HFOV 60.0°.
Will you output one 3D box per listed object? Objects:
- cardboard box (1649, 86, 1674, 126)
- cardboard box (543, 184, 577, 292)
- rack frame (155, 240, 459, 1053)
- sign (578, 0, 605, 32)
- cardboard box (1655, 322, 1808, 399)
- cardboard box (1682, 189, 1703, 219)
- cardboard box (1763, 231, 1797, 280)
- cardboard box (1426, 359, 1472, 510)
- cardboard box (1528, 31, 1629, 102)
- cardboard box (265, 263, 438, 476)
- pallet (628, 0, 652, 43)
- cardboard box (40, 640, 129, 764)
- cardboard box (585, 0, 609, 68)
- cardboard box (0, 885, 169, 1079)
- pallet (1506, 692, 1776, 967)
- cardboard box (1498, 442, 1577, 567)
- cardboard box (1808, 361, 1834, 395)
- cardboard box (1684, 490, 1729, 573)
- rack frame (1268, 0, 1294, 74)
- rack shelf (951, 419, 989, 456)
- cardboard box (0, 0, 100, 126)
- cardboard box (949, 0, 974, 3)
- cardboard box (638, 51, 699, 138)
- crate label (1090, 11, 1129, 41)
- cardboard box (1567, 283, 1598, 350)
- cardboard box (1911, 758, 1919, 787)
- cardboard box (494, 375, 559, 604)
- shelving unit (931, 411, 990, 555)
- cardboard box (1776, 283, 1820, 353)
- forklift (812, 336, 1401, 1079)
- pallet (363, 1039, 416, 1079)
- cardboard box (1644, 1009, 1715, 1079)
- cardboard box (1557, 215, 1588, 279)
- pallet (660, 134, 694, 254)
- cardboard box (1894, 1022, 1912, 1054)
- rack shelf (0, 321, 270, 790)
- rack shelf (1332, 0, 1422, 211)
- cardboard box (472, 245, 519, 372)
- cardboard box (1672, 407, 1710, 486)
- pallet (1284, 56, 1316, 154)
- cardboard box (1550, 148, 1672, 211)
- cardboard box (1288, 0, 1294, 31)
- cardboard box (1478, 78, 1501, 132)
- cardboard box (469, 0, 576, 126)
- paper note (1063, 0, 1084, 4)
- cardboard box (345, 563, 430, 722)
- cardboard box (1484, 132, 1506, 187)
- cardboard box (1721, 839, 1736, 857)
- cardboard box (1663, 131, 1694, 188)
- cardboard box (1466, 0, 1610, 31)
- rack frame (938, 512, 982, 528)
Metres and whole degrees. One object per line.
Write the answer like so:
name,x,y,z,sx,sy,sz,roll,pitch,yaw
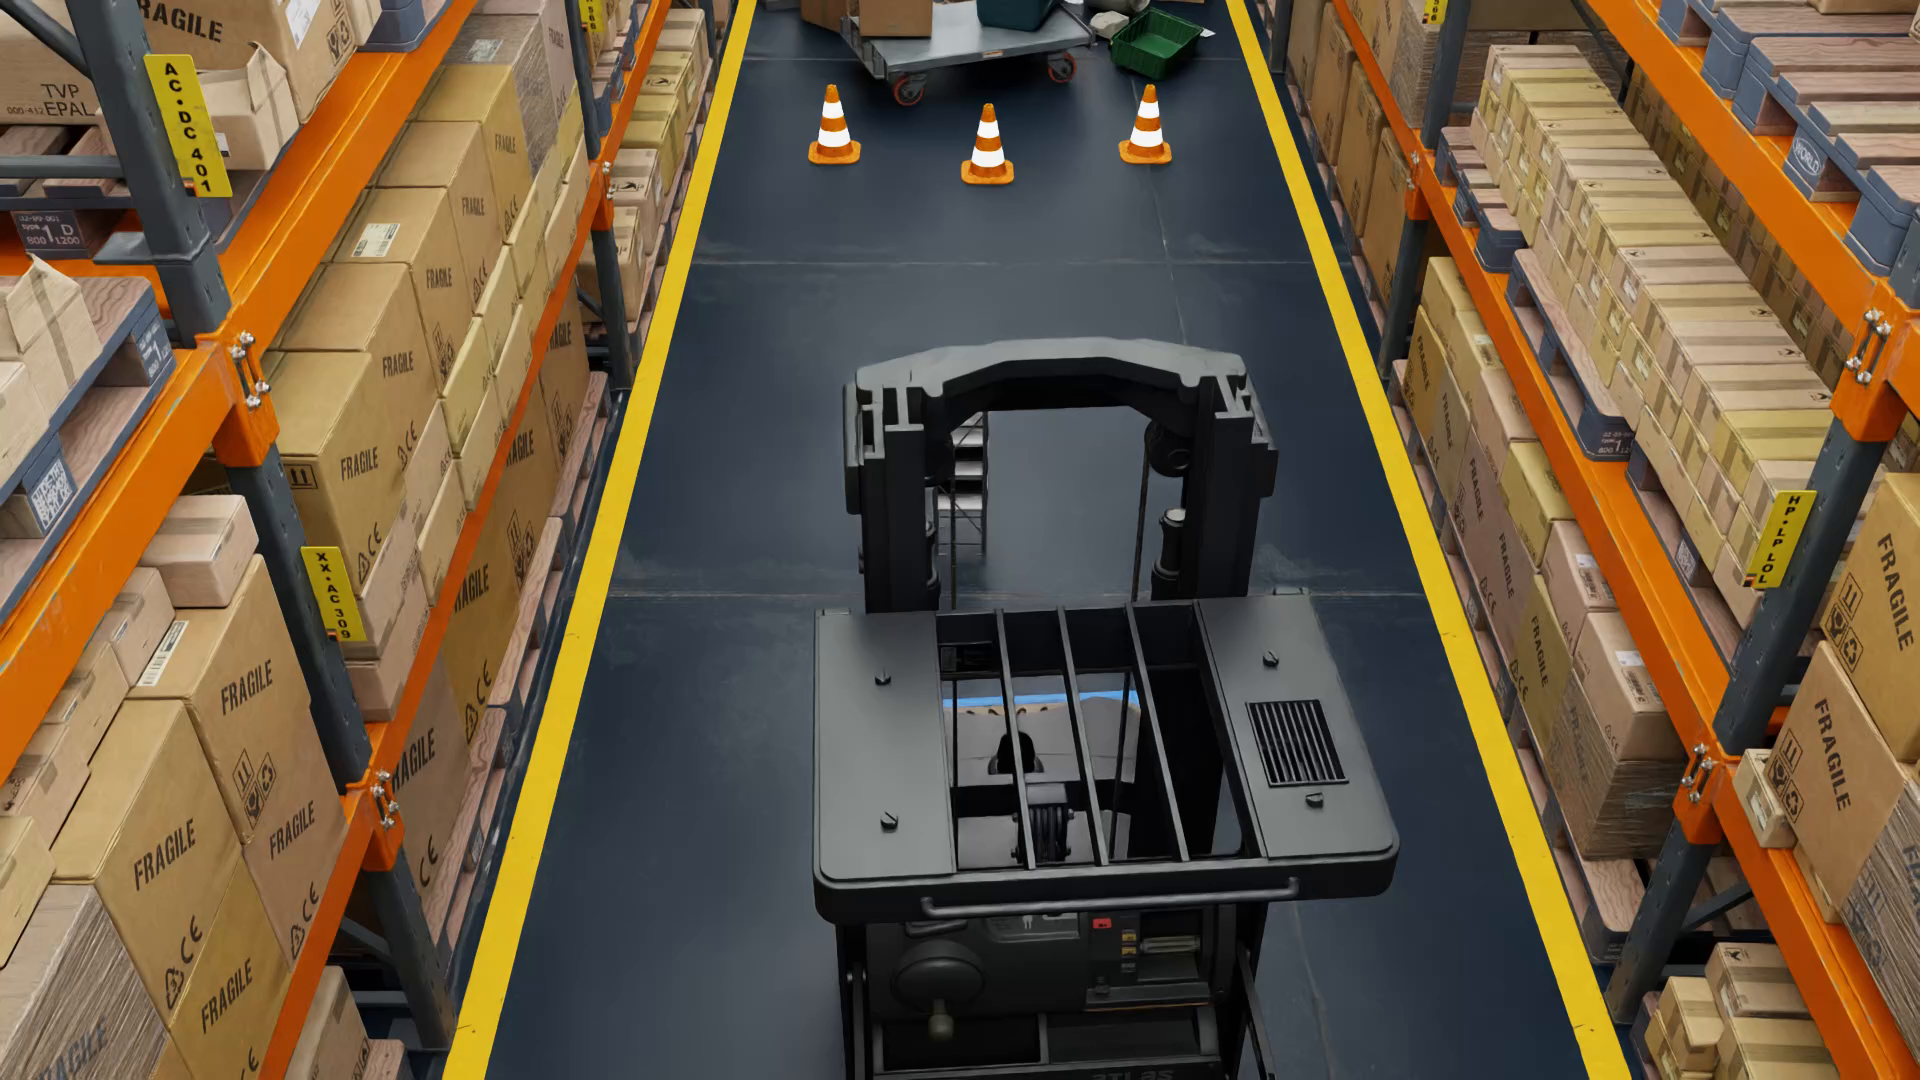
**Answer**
cardboard box,3.186,-1.887,7.095,0.380,0.149,0.250,0,39,-1
cardboard box,-1.944,-1.291,7.082,0.500,0.250,0.500,1,39,1
rack frame,-2.216,0.516,4.707,1.000,3.000,0.127,0,39,0
sign,-1.666,-2.439,7.469,0.100,0.325,0.005,0,39,0
cardboard box,2.538,-0.593,5.481,0.380,0.149,0.250,0,39,0
cardboard box,3.185,-1.338,6.886,0.380,0.149,0.250,-1,39,-1
cardboard box,3.187,-1.072,6.079,0.380,0.149,0.250,1,39,1
cardboard box,2.479,-0.483,7.618,0.500,0.500,0.500,0,39,0
cardboard box,2.999,-2.372,8.231,0.500,0.500,0.500,0,39,0
cardboard box,-1.957,-0.506,5.104,0.500,0.500,0.500,0,39,0
pallet,-2.264,-3.148,9.433,1.003,0.211,1.213,0,39,0
cardboard box,-2.015,0.347,3.520,0.380,0.149,0.250,0,39,0
cardboard box,-1.990,-2.586,7.924,0.500,0.500,0.500,-1,39,-1
cardboard box,-1.937,1.018,3.202,0.500,0.500,0.500,0,39,1
pallet,2.732,1.051,6.270,1.003,0.211,1.213,0,39,0
cardboard box,2.478,-0.149,6.601,0.500,0.250,0.500,-2,39,-2
cardboard box,3.191,-0.509,5.851,0.380,0.149,0.250,-2,39,-2
cardboard box,2.534,-0.027,5.250,0.380,0.149,0.250,0,39,0
rack frame,2.725,-4.553,11.033,1.000,3.000,0.127,0,39,0
rack shelf,0.000,-0.461,7.371,0.258,0.077,0.200,0,39,0
cardboard box,-2.427,-1.334,4.353,0.500,0.311,0.500,0,39,0
cardboard box,0.313,-4.385,12.711,0.797,0.637,0.503,0,39,0
cardboard box,-2.218,-2.847,10.670,0.950,0.372,0.625,2,39,3
crate label,1.122,-3.853,12.449,0.298,0.136,0.250,-28,46,-30
cardboard box,2.530,-0.846,6.272,0.380,0.149,0.250,-1,39,-2
cardboard box,2.507,0.511,3.597,0.500,0.500,0.500,-1,39,-1
cardboard box,-2.306,-0.330,7.126,0.875,0.875,0.875,0,39,1
shelving unit,0.000,-0.346,7.462,0.258,0.900,0.210,0,39,0
cardboard box,3.187,-0.800,5.976,0.380,0.149,0.250,-1,39,-1
forklift,0.246,1.117,4.012,1.130,2.935,3.031,-2,39,-3
pallet,-2.293,2.080,4.986,1.003,0.211,1.213,0,39,0
cardboard box,2.413,1.626,5.266,0.380,0.149,0.250,-2,39,-2
cardboard box,2.532,-1.126,6.384,0.380,0.149,0.250,0,39,0
pallet,-2.219,-2.147,10.260,1.003,0.211,1.213,0,39,0
cardboard box,2.529,1.223,4.026,0.380,0.149,0.250,-2,39,-2
rack shelf,-2.214,0.877,2.433,1.077,0.370,4.000,0,39,0
rack shelf,2.727,-3.022,9.697,1.077,0.370,4.000,0,39,0
cardboard box,-1.940,-0.853,6.137,0.500,0.250,0.500,-1,39,-1
cardboard box,2.537,-0.301,5.354,0.380,0.149,0.250,2,39,2
pallet,2.801,-2.983,11.303,1.003,0.211,1.213,0,39,0
cardboard box,2.537,-1.404,6.493,0.380,0.149,0.250,2,39,2
cardboard box,2.794,-4.281,12.057,0.875,0.875,0.875,1,39,1
cardboard box,2.529,-1.931,7.389,0.380,0.149,0.250,2,39,2
cardboard box,-1.958,-2.091,7.081,0.500,0.500,0.500,-1,39,-1
paper note,0.893,-4.240,13.022,0.172,0.023,0.155,13,40,15
cardboard box,-1.953,0.299,5.098,0.500,0.250,0.500,-1,39,-1
cardboard box,2.528,-1.670,7.300,0.380,0.149,0.250,2,39,2
cardboard box,2.998,0.799,6.018,0.500,0.500,0.500,1,39,2
cardboard box,3.190,-1.594,6.967,0.380,0.149,0.250,1,39,1
cardboard box,2.739,-2.762,7.918,0.700,0.500,0.500,0,39,0
rack frame,0.000,-0.410,7.542,0.240,0.900,0.006,0,39,0
